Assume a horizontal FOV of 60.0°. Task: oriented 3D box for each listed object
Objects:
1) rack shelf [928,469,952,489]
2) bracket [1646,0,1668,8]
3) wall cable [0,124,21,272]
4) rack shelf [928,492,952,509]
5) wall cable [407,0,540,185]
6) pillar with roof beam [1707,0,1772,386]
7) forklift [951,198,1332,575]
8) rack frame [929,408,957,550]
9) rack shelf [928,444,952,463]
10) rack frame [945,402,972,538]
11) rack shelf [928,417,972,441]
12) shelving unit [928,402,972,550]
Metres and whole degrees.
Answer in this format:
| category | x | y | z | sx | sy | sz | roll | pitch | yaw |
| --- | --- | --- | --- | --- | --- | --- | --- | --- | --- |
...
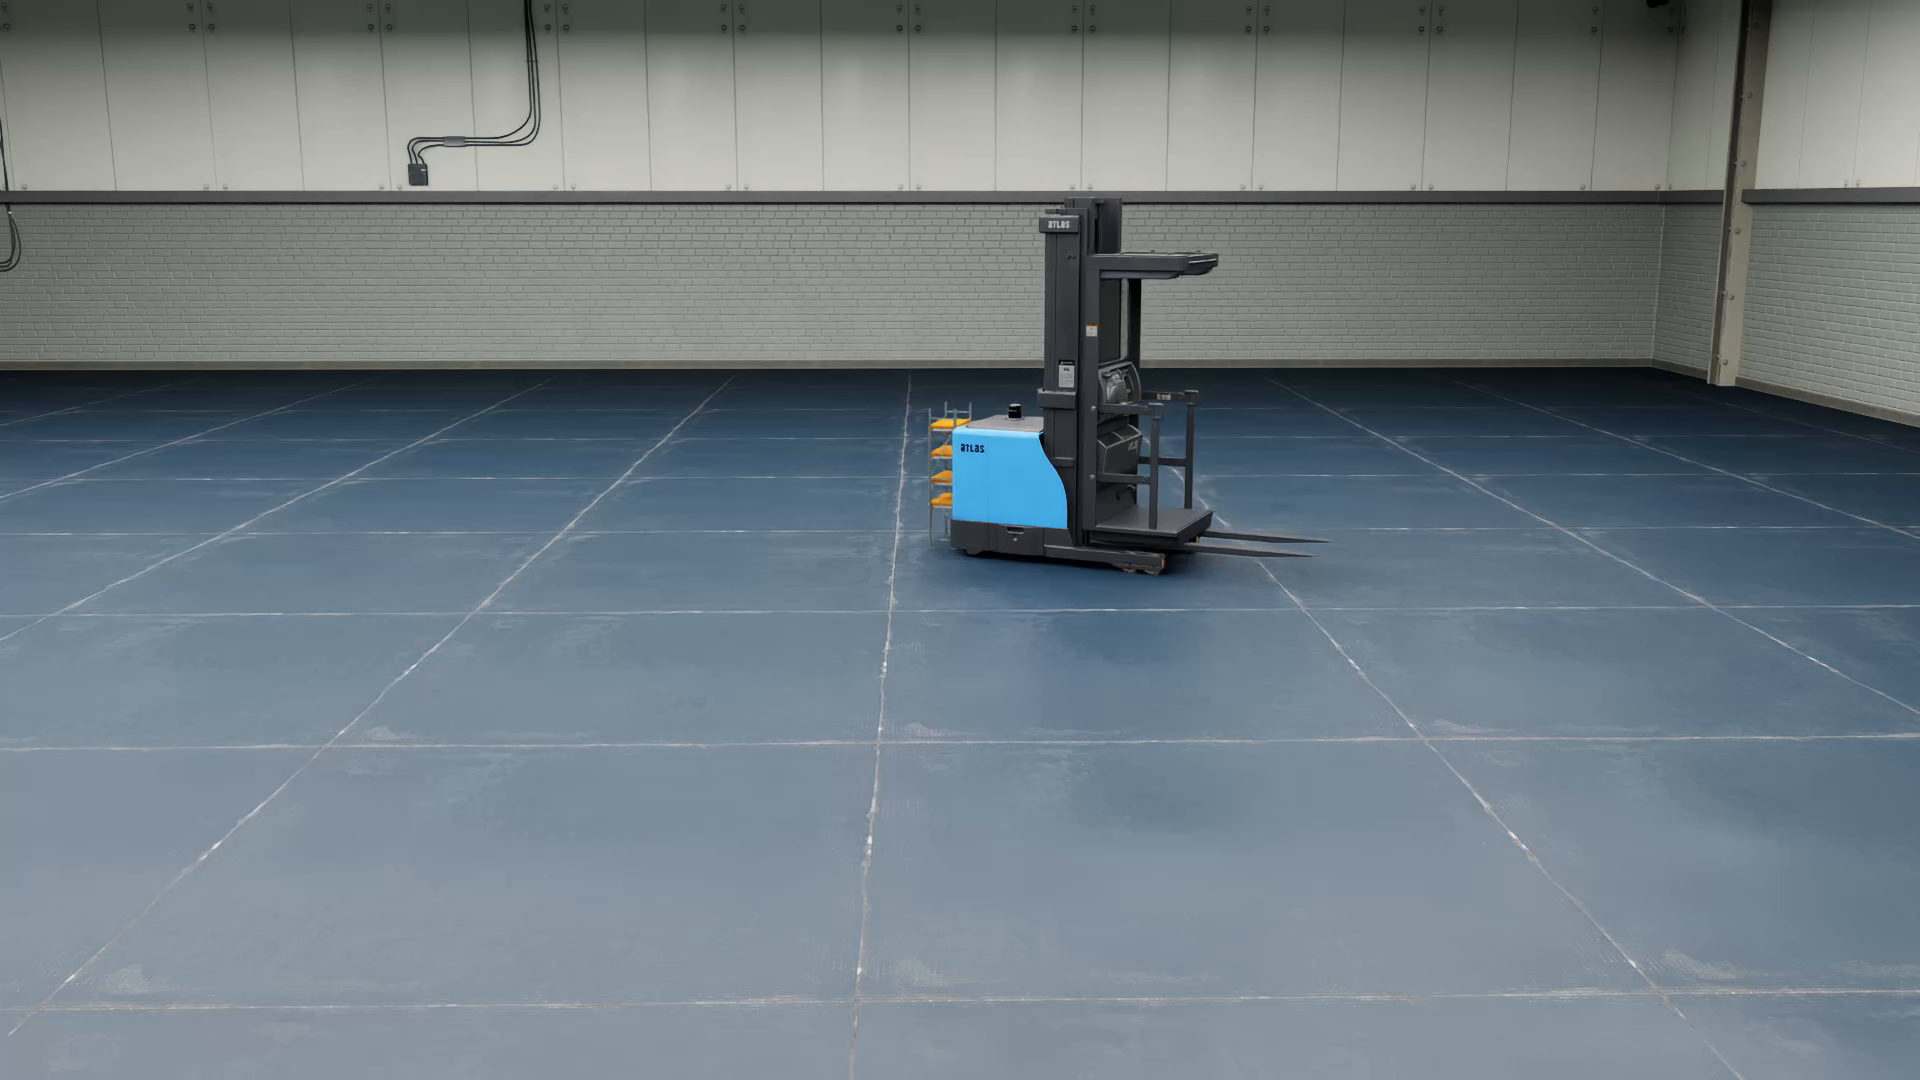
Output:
| category | x | y | z | sx | sy | sz | roll | pitch | yaw |
| --- | --- | --- | --- | --- | --- | --- | --- | --- | --- |
| rack shelf | -0.082 | -0.493 | 14.309 | 0.258 | 0.148 | 0.480 | 3 | 12 | 15 |
| bracket | 11.953 | -9.249 | 28.460 | 0.235 | 0.232 | 0.430 | 0 | 11 | -1 |
| wall cable | -17.866 | -5.872 | 28.681 | 3.097 | 2.526 | 0.112 | 0 | 11 | -1 |
| rack shelf | -0.082 | -0.298 | 14.348 | 0.258 | 0.148 | 0.480 | 3 | 12 | 15 |
| wall cable | -8.375 | -9.097 | 28.211 | 2.305 | 6.003 | 0.169 | 0 | 11 | -1 |
| pillar with roof beam | 8.062 | -6.915 | 26.010 | 9.100 | 9.000 | 0.400 | 0 | 11 | -1 |
| forklift | 1.484 | -1.279 | 13.491 | 3.031 | 2.935 | 1.130 | 5 | 13 | 23 |
| rack frame | -0.147 | -0.512 | 14.065 | 0.240 | 1.200 | 0.015 | 3 | 12 | 15 |
| rack shelf | -0.082 | -0.712 | 14.264 | 0.258 | 0.148 | 0.480 | 3 | 12 | 15 |
| rack frame | -0.017 | -0.605 | 14.526 | 0.240 | 1.200 | 0.015 | 3 | 12 | 15 |
| rack shelf | -0.082 | -0.944 | 14.217 | 0.258 | 0.148 | 0.480 | 3 | 12 | 15 |
| shelving unit | -0.082 | -0.559 | 14.295 | 0.258 | 1.200 | 0.503 | 3 | 12 | 15 |
